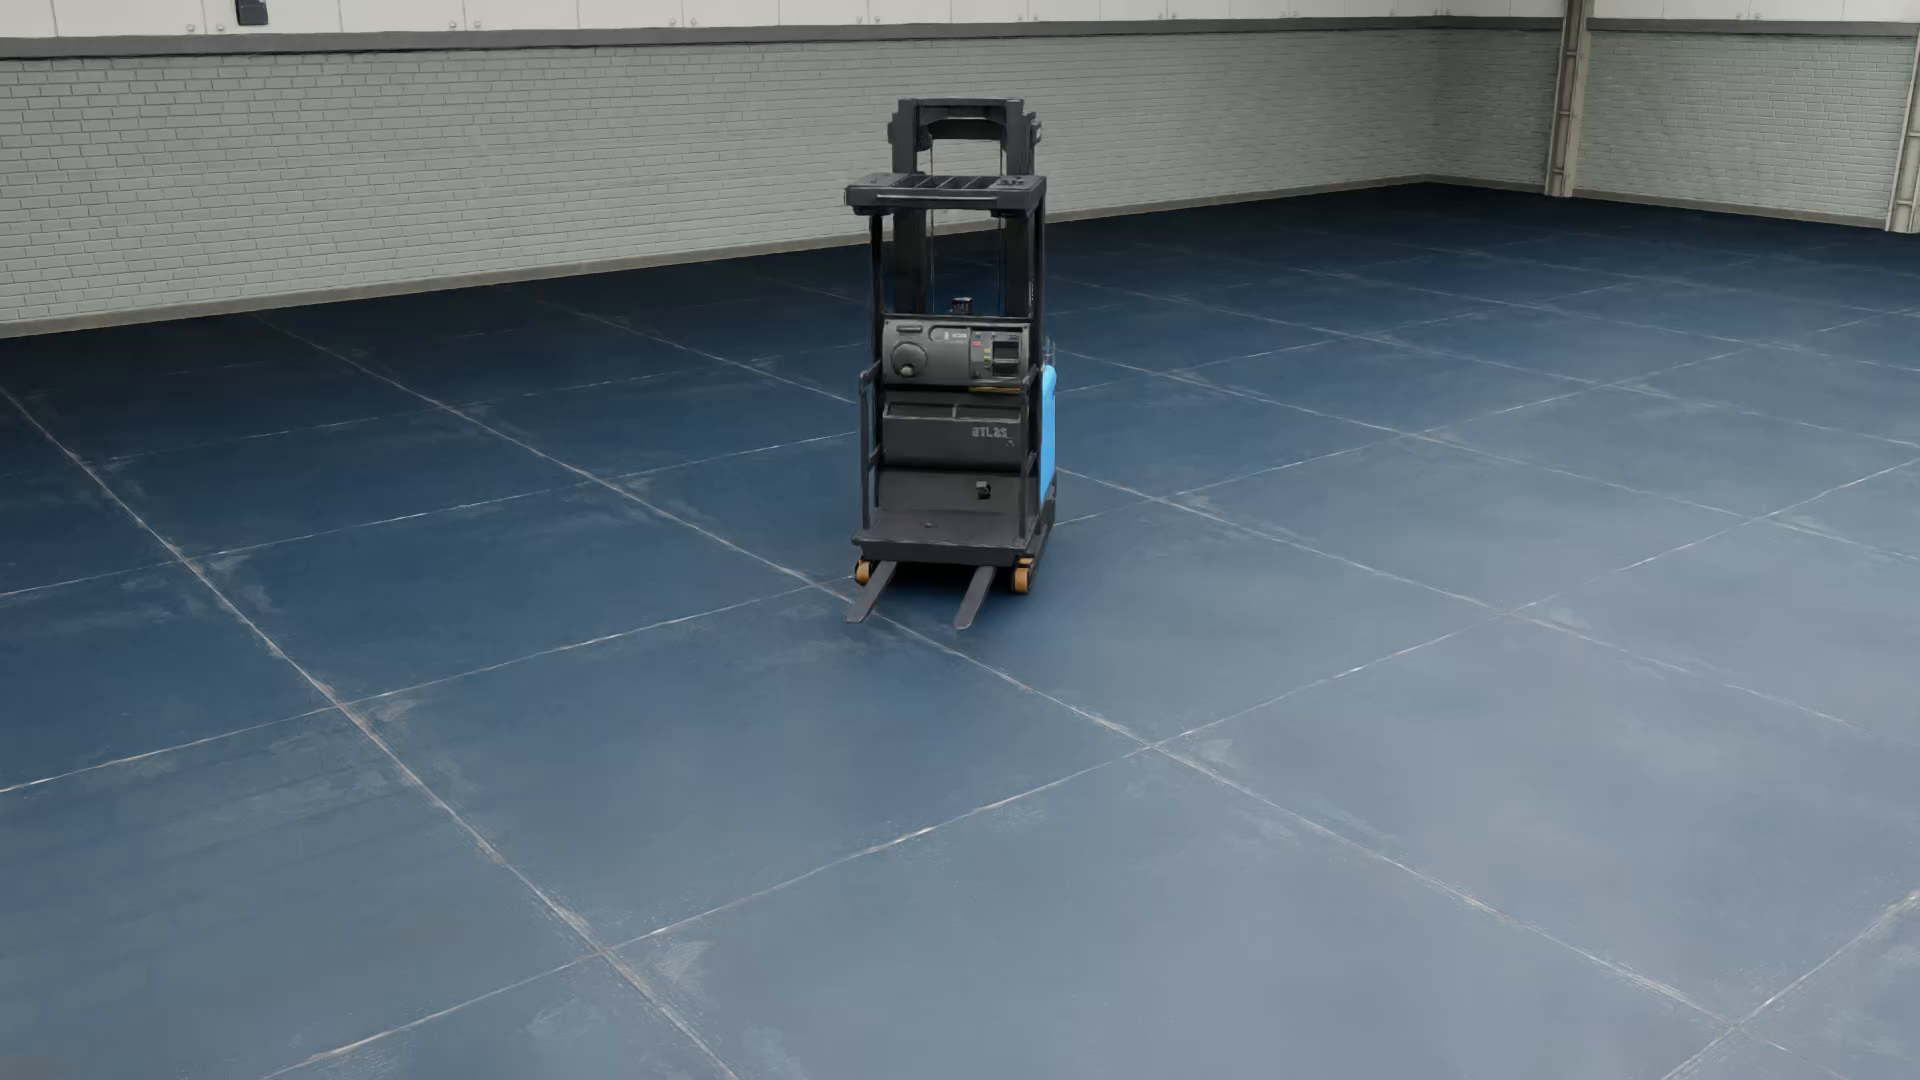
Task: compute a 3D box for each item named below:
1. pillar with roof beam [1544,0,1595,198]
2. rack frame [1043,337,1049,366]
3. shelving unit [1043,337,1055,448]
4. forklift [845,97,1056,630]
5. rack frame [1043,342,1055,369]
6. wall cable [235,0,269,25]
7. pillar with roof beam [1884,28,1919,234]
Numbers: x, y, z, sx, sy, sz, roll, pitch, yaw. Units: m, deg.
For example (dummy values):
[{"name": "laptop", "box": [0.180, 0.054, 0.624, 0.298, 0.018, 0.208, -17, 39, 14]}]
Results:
[{"name": "pillar with roof beam", "box": [7.517, -9.693, 26.320, 9.100, 9.000, 0.400, -14, 23, -36]}, {"name": "rack frame", "box": [0.523, -0.879, 12.108, 0.240, 1.200, 0.006, -3, 19, -10]}, {"name": "shelving unit", "box": [0.540, -0.851, 12.023, 0.258, 1.200, 0.189, -3, 19, -10]}, {"name": "forklift", "box": [-0.059, -1.175, 10.248, 1.130, 2.935, 3.031, 3, 19, 9]}, {"name": "rack frame", "box": [0.558, -0.823, 11.937, 0.240, 1.200, 0.006, -3, 19, -10]}, {"name": "wall cable", "box": [-7.142, -8.833, 18.312, 2.305, 6.003, 0.169, -14, 23, -36]}, {"name": "pillar with roof beam", "box": [11.242, -8.215, 21.855, 9.100, 9.000, 0.400, -14, 23, -36]}]
